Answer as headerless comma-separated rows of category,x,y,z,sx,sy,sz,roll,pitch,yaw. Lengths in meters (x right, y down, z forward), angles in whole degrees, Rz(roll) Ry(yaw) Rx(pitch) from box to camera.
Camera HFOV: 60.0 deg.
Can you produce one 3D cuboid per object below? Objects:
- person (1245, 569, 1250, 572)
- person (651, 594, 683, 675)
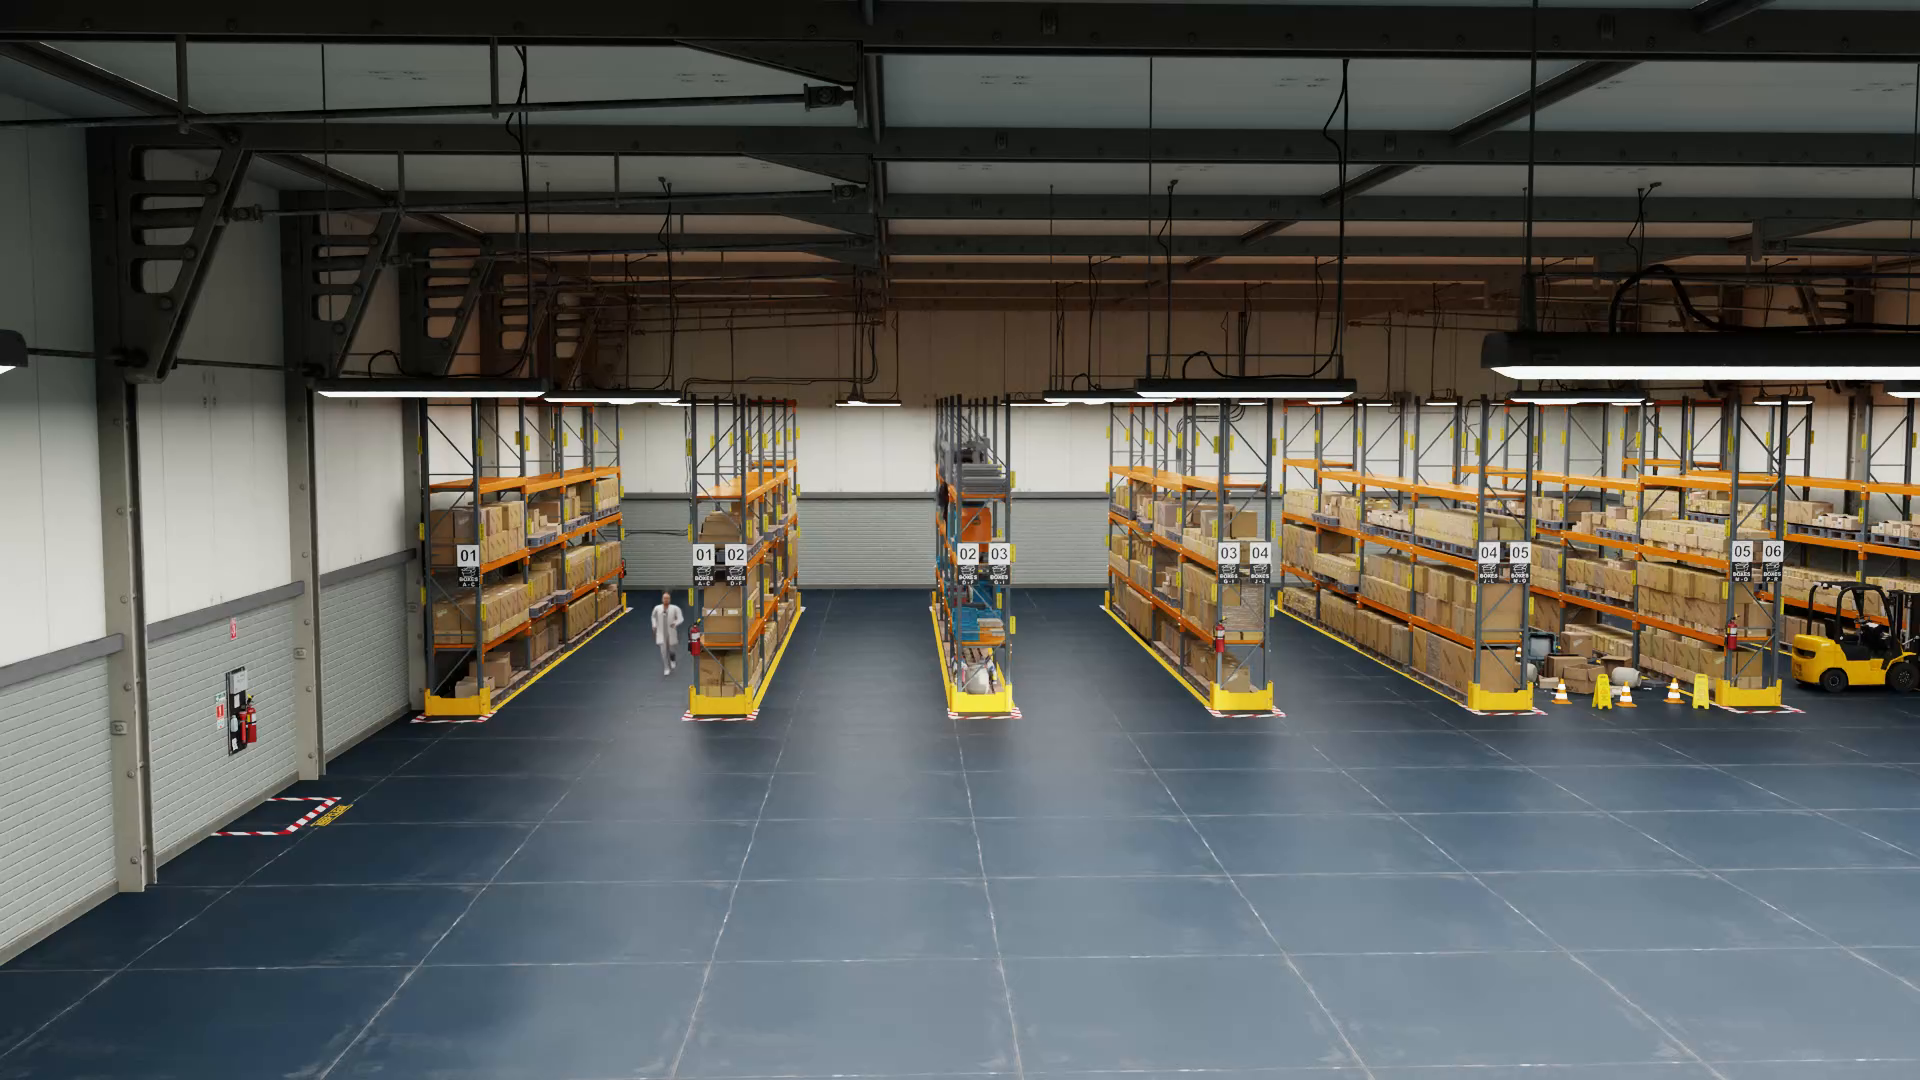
person,8.073,1.256,46.812,0.537,1.614,0.734,0,5,5
person,-6.332,2.041,35.921,0.709,1.704,0.798,0,5,-3
